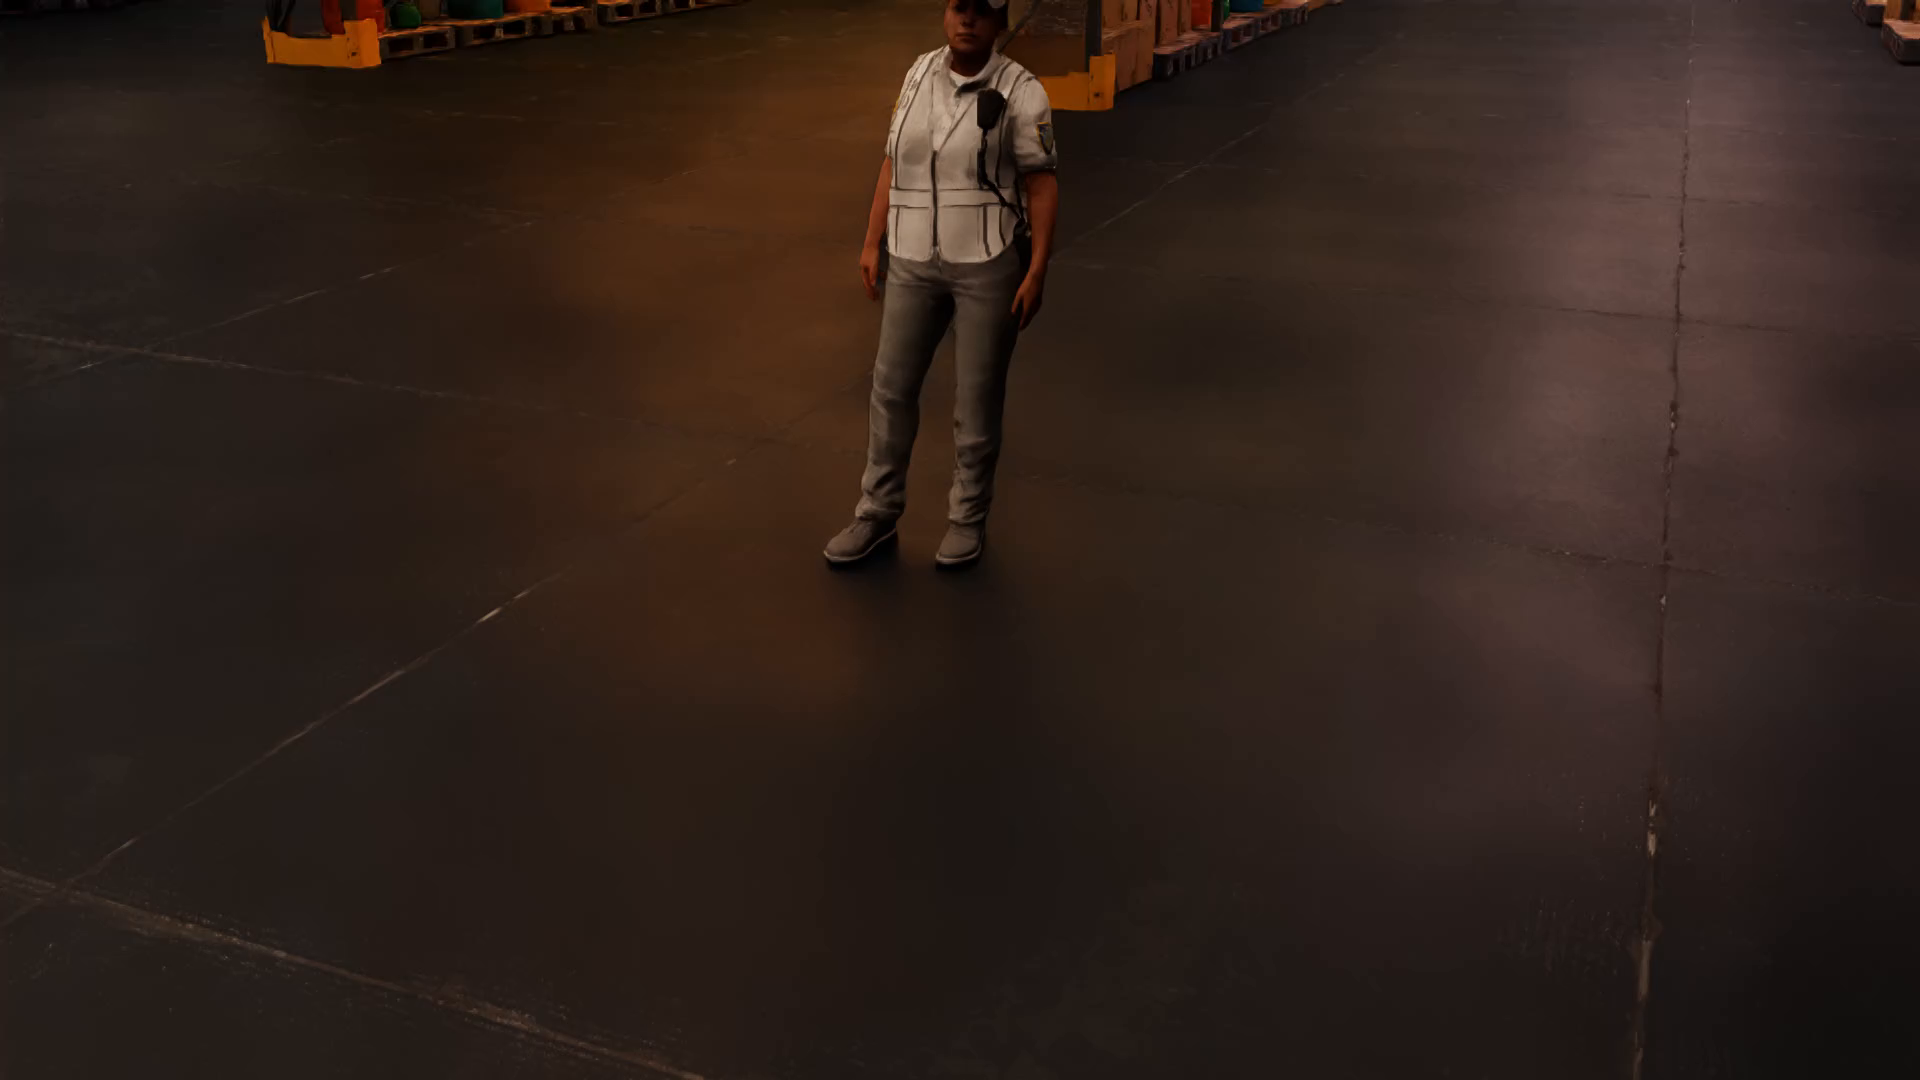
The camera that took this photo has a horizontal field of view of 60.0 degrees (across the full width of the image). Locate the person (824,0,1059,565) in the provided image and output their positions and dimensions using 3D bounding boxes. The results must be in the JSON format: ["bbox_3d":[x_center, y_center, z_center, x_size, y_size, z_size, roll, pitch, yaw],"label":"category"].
[{"bbox_3d":[-0.050,-0.752,4.712,0.598,1.669,0.529,9,24,21],"label":"person"}]
